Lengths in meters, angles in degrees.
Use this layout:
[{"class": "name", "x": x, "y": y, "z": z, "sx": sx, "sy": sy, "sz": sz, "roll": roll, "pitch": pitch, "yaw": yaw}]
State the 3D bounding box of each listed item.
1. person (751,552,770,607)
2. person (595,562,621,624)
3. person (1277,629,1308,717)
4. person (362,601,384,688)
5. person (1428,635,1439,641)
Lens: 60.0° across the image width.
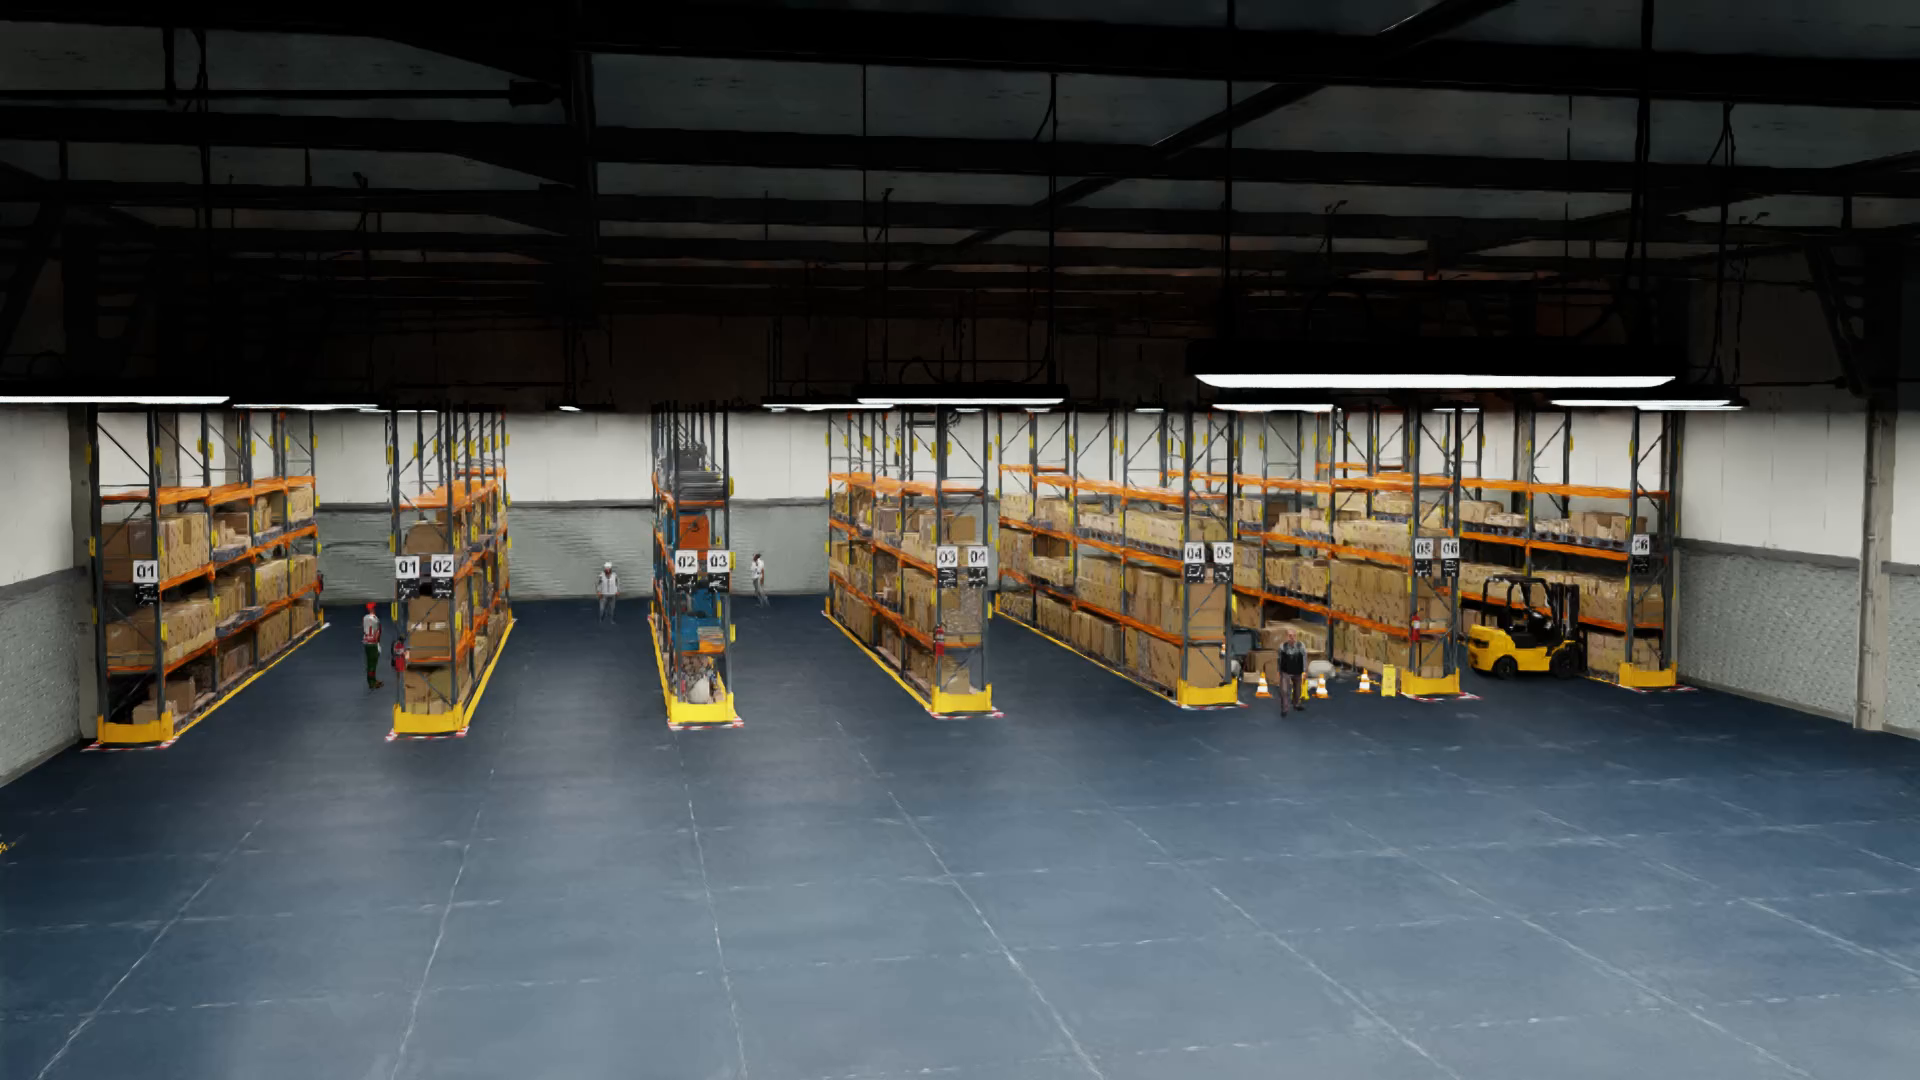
[{"class": "person", "x": -5.932, "y": 1.172, "z": 49.360, "sx": 0.610, "sy": 1.650, "sz": 0.428, "roll": 4, "pitch": 6, "yaw": 43}, {"class": "person", "x": -9.595, "y": 1.452, "z": 45.357, "sx": 0.677, "sy": 1.725, "sz": 0.574, "roll": -1, "pitch": 4, "yaw": -14}, {"class": "person", "x": 6.318, "y": 2.512, "z": 31.625, "sx": 0.572, "sy": 1.669, "sz": 0.954, "roll": 1, "pitch": 4, "yaw": 9}, {"class": "person", "x": -12.298, "y": 2.180, "z": 34.924, "sx": 0.442, "sy": 1.792, "sz": 0.606, "roll": -4, "pitch": 6, "yaw": -43}, {"class": "person", "x": 10.768, "y": 2.013, "z": 37.963, "sx": 0.482, "sy": 1.674, "sz": 0.492, "roll": 1, "pitch": 5, "yaw": 18}]
